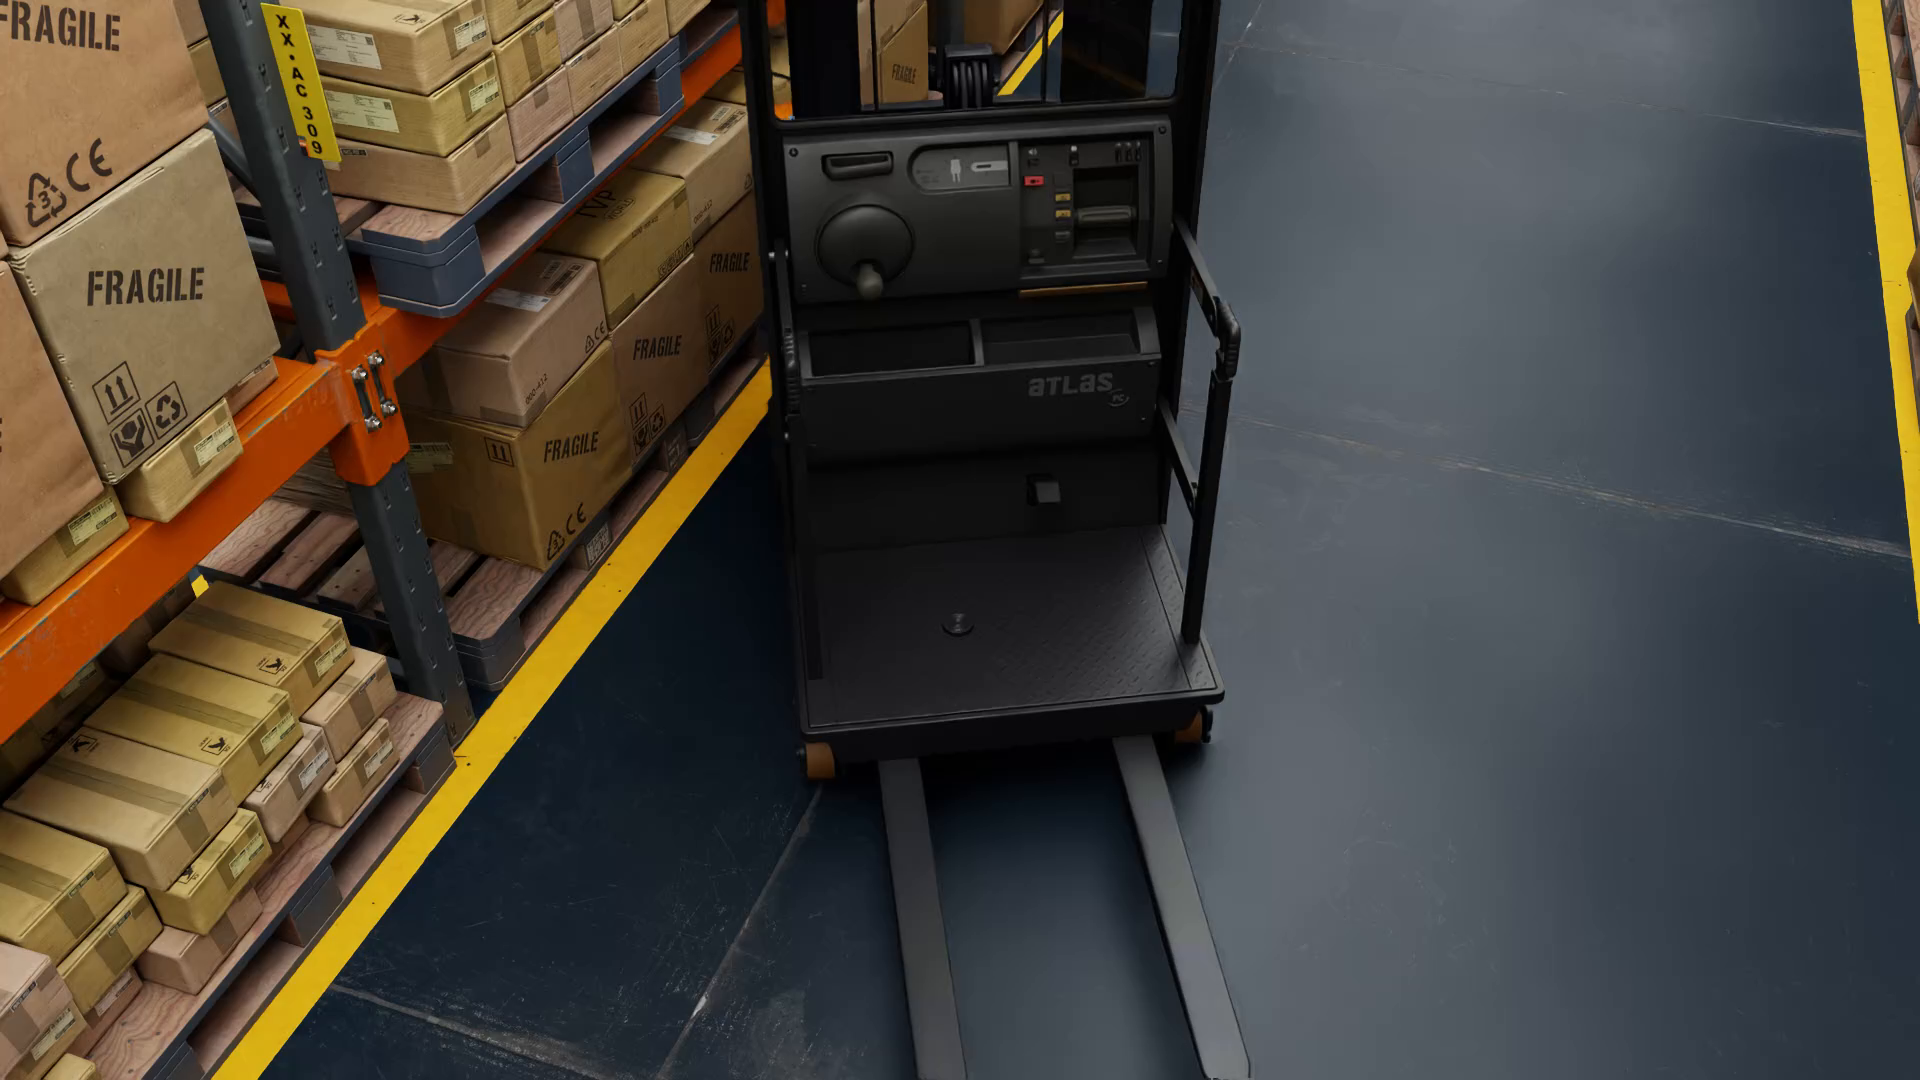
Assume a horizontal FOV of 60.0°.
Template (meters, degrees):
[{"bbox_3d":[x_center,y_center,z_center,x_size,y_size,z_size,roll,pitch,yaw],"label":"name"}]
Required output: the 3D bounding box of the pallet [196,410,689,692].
[{"bbox_3d":[-1.574,-0.117,5.224,1.003,0.211,1.213,13,42,15],"label":"pallet"}]

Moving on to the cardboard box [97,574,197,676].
[{"bbox_3d":[-2.152,0.160,4.166,0.380,0.149,0.250,15,43,17],"label":"cardboard box"}]

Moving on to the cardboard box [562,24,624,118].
[{"bbox_3d":[-1.094,-1.227,4.247,0.380,0.149,0.250,14,42,15],"label":"cardboard box"}]

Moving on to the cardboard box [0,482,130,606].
[{"bbox_3d":[-1.850,-0.050,3.191,0.380,0.149,0.250,15,43,17],"label":"cardboard box"}]

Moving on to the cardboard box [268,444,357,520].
[{"bbox_3d":[-1.823,-0.419,5.032,0.500,0.500,0.500,13,42,14],"label":"cardboard box"}]

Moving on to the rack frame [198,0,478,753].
[{"bbox_3d":[-1.839,-0.703,3.762,1.000,3.000,0.127,13,42,15],"label":"rack frame"}]

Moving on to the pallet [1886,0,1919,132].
[{"bbox_3d":[4.843,-2.137,7.592,1.003,0.211,1.213,13,42,15],"label":"pallet"}]

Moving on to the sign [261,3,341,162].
[{"bbox_3d":[-1.326,-0.916,3.346,0.100,0.325,0.005,13,42,15],"label":"sign"}]

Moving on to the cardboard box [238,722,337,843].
[{"bbox_3d":[-1.729,0.540,3.950,0.380,0.149,0.250,11,42,13],"label":"cardboard box"}]

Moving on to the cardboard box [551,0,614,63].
[{"bbox_3d":[-1.097,-1.334,4.143,0.380,0.149,0.250,14,42,16],"label":"cardboard box"}]

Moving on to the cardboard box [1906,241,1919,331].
[{"bbox_3d":[3.900,-0.915,5.325,1.225,0.875,0.875,11,42,13],"label":"cardboard box"}]

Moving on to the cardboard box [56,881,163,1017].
[{"bbox_3d":[-1.982,0.838,3.600,0.380,0.149,0.250,14,42,15],"label":"cardboard box"}]

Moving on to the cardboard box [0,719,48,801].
[{"bbox_3d":[-2.342,0.480,3.791,0.380,0.149,0.250,13,42,14],"label":"cardboard box"}]

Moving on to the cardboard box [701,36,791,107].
[{"bbox_3d":[-0.810,-1.544,5.773,0.500,0.250,0.500,14,42,16],"label":"cardboard box"}]

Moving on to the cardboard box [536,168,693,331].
[{"bbox_3d":[-1.158,-0.914,5.035,0.500,0.250,0.500,14,43,16],"label":"cardboard box"}]

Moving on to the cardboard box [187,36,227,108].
[{"bbox_3d":[-1.889,-1.166,3.947,0.380,0.149,0.250,15,43,16],"label":"cardboard box"}]

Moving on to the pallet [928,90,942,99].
[{"bbox_3d":[-0.740,-1.605,6.969,1.003,0.211,1.213,13,42,15],"label":"pallet"}]

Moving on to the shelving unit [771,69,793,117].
[{"bbox_3d":[-0.485,-1.110,5.626,0.258,1.200,0.189,28,48,29],"label":"shelving unit"}]

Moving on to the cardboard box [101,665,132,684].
[{"bbox_3d":[-2.264,0.259,4.279,0.380,0.149,0.250,15,43,17],"label":"cardboard box"}]

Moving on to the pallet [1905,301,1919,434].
[{"bbox_3d":[3.815,-0.455,5.620,1.003,0.211,1.213,13,42,15],"label":"pallet"}]

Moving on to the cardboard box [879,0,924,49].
[{"bbox_3d":[-0.459,-2.161,6.496,0.500,0.250,0.500,12,42,14],"label":"cardboard box"}]

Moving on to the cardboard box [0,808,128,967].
[{"bbox_3d":[-2.007,0.730,3.498,0.380,0.149,0.250,15,43,16],"label":"cardboard box"}]

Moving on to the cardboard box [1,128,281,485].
[{"bbox_3d":[-1.739,-0.496,3.214,0.500,0.500,0.500,13,42,15],"label":"cardboard box"}]

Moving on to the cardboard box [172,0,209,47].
[{"bbox_3d":[-1.885,-1.281,3.852,0.380,0.149,0.250,15,43,17],"label":"cardboard box"}]

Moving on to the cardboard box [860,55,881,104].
[{"bbox_3d":[-0.632,-1.576,6.388,0.500,0.500,0.500,15,43,17],"label":"cardboard box"}]

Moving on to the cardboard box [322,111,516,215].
[{"bbox_3d":[-1.272,-0.905,3.870,0.380,0.149,0.250,11,42,13],"label":"cardboard box"}]

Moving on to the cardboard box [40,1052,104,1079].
[{"bbox_3d":[-2.007,1.168,3.442,0.380,0.149,0.250,13,42,15],"label":"cardboard box"}]

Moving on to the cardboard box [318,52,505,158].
[{"bbox_3d":[-1.272,-1.018,3.773,0.380,0.149,0.250,14,42,16],"label":"cardboard box"}]

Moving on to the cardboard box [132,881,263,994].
[{"bbox_3d":[-1.850,0.852,3.813,0.380,0.149,0.250,12,42,14],"label":"cardboard box"}]

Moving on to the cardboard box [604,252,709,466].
[{"bbox_3d":[-1.158,-0.626,5.275,0.500,0.500,0.500,15,43,17],"label":"cardboard box"}]

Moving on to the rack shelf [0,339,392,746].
[{"bbox_3d":[-2.523,0.791,2.566,1.077,0.370,4.000,13,42,15],"label":"rack shelf"}]

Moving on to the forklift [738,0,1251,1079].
[{"bbox_3d":[0.081,-0.713,3.827,1.130,2.935,3.031,-5,41,-6],"label":"forklift"}]

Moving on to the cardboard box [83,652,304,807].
[{"bbox_3d":[-1.766,0.435,3.843,0.380,0.149,0.250,14,42,16],"label":"cardboard box"}]

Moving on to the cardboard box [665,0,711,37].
[{"bbox_3d":[-0.920,-1.535,4.608,0.380,0.149,0.250,12,42,13],"label":"cardboard box"}]

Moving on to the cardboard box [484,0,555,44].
[{"bbox_3d":[-1.183,-1.303,3.877,0.380,0.149,0.250,14,43,16],"label":"cardboard box"}]

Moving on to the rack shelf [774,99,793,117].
[{"bbox_3d":[-0.485,-1.350,5.421,0.258,0.103,0.180,28,48,29],"label":"rack shelf"}]

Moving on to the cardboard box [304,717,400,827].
[{"bbox_3d":[-1.653,0.537,4.182,0.380,0.149,0.250,14,42,16],"label":"cardboard box"}]

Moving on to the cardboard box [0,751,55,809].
[{"bbox_3d":[-2.315,0.590,3.891,0.380,0.149,0.250,13,42,15],"label":"cardboard box"}]

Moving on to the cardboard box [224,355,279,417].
[{"bbox_3d":[-1.717,-0.381,3.579,0.380,0.149,0.250,13,42,15],"label":"cardboard box"}]

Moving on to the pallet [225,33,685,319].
[{"bbox_3d":[-1.441,-1.063,4.333,1.003,0.211,1.213,13,42,15],"label":"pallet"}]

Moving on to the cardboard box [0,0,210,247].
[{"bbox_3d":[-1.746,-0.887,2.902,0.500,0.500,0.500,12,42,14],"label":"cardboard box"}]
